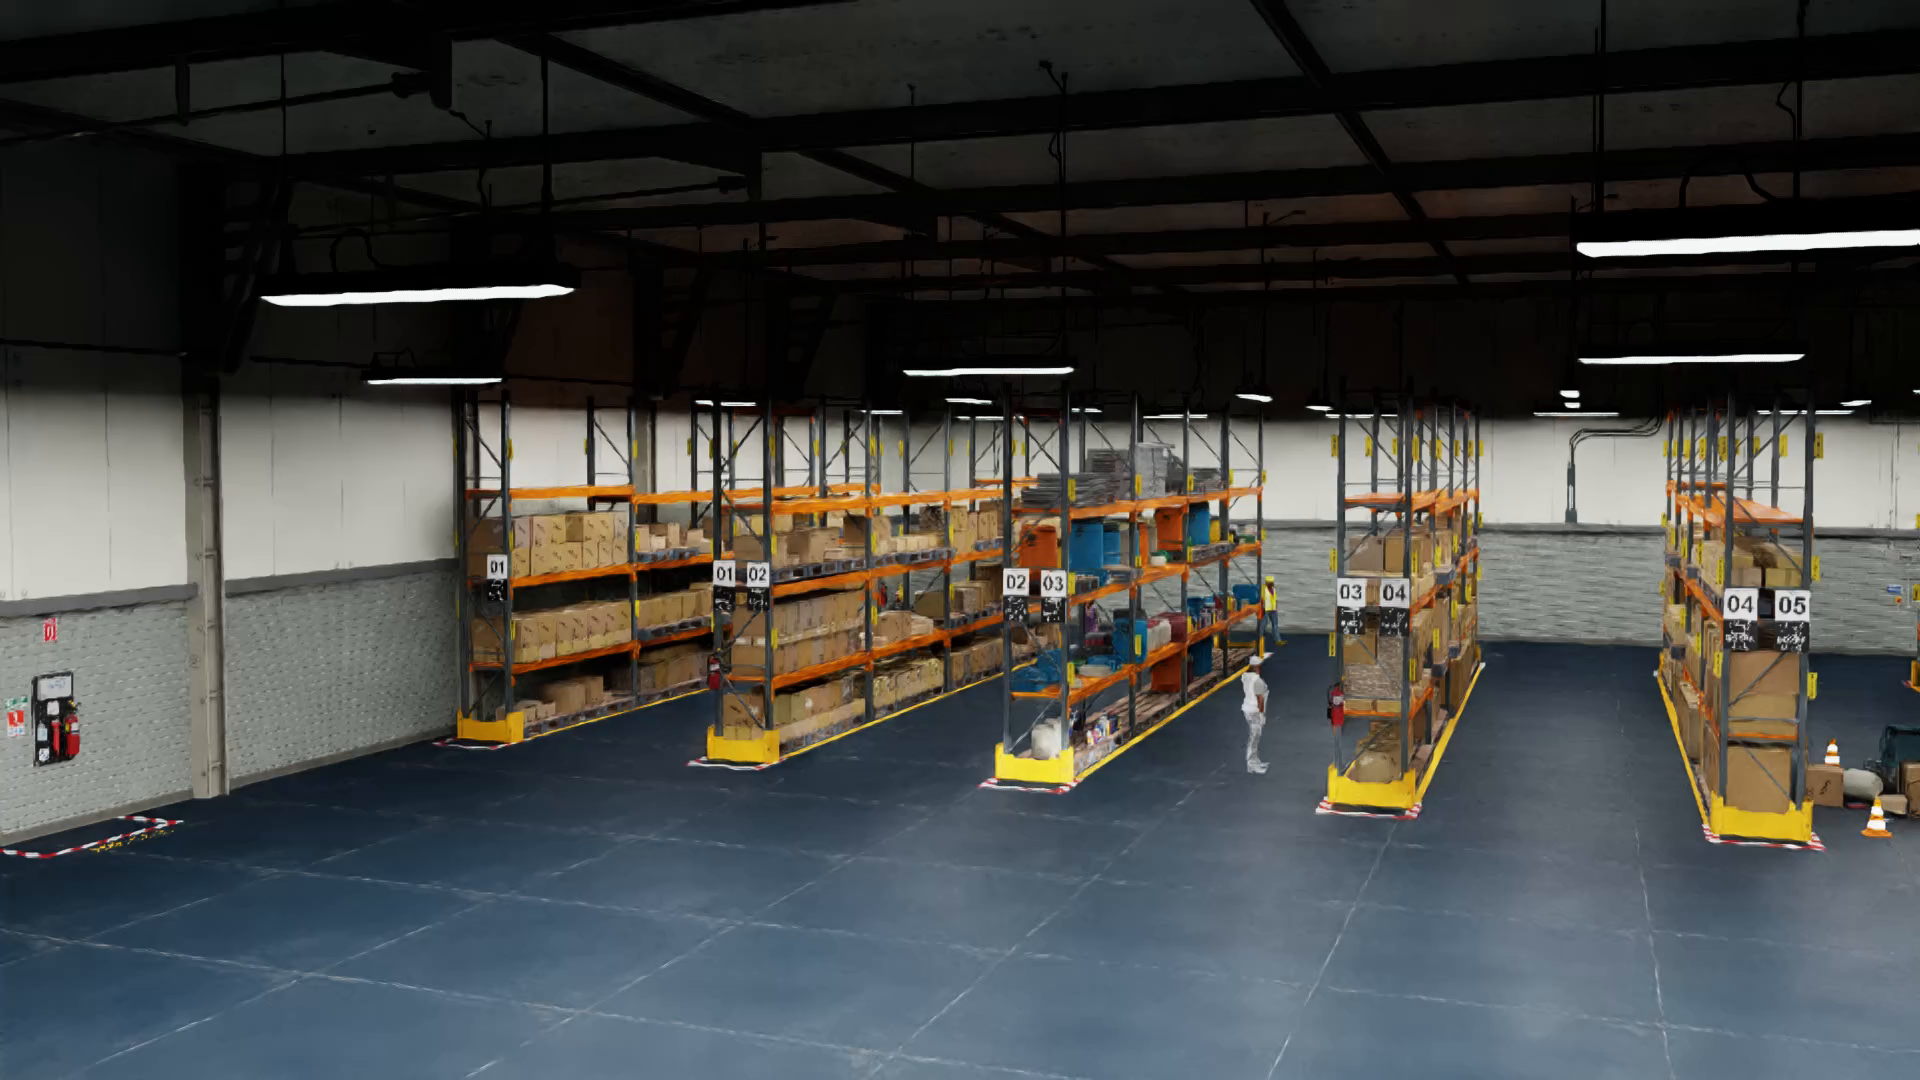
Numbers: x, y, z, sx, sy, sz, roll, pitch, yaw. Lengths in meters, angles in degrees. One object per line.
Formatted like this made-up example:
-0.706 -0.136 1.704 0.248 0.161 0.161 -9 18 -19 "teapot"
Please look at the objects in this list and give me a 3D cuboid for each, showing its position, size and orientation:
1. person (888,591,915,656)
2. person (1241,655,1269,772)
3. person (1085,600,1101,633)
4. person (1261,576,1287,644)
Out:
-1.397 2.012 39.246 0.679 1.658 0.866 2 3 26 "person"
4.618 2.672 25.794 0.457 1.783 0.618 -1 3 -10 "person"
3.019 2.098 38.878 0.551 1.541 0.519 1 3 17 "person"
7.902 1.780 42.349 0.740 1.754 0.569 -2 4 -31 "person"
